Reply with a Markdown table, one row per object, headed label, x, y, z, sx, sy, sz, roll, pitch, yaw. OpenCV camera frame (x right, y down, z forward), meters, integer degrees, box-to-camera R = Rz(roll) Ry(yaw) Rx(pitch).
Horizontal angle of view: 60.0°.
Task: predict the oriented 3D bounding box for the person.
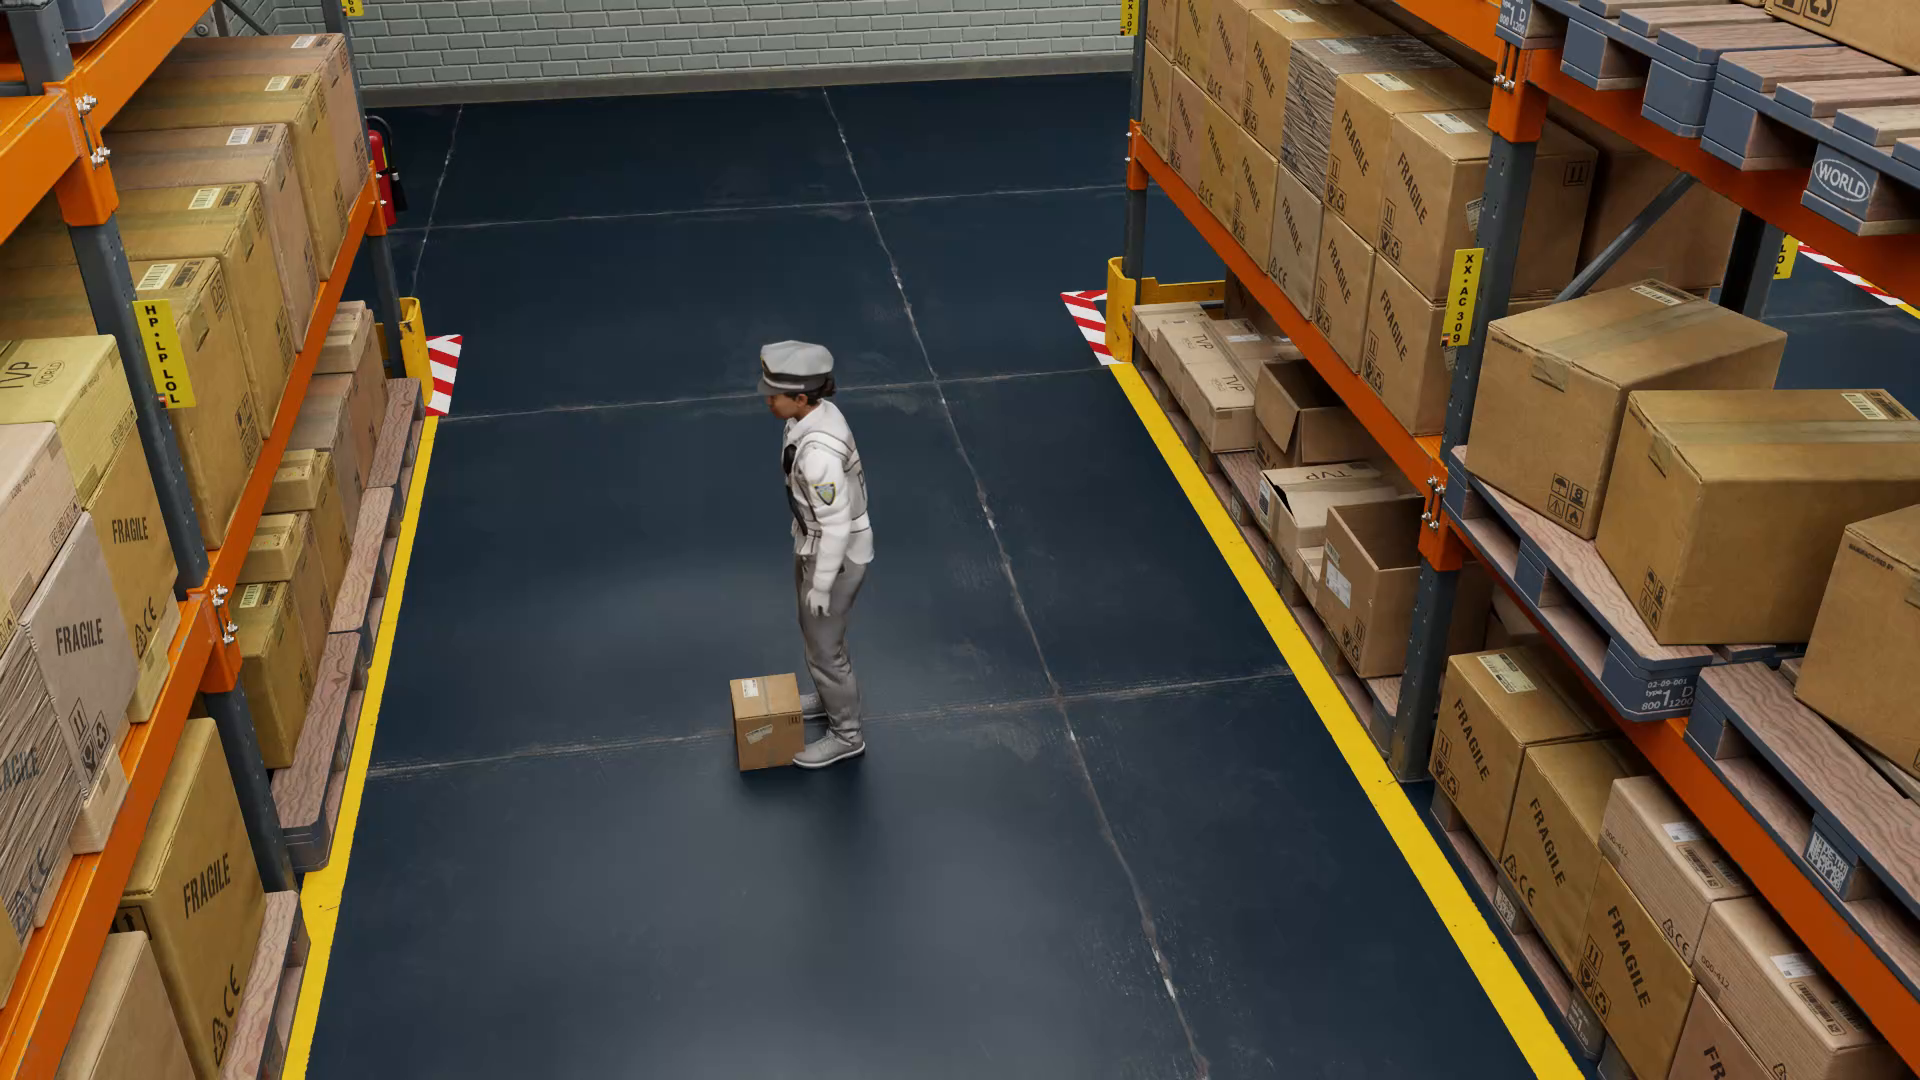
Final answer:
| label | x | y | z | sx | sy | sz | roll | pitch | yaw |
| --- | --- | --- | --- | --- | --- | --- | --- | --- | --- |
| person | -0.504 | 0.060 | 6.028 | 0.376 | 1.663 | 0.530 | -6 | 31 | -9 |
